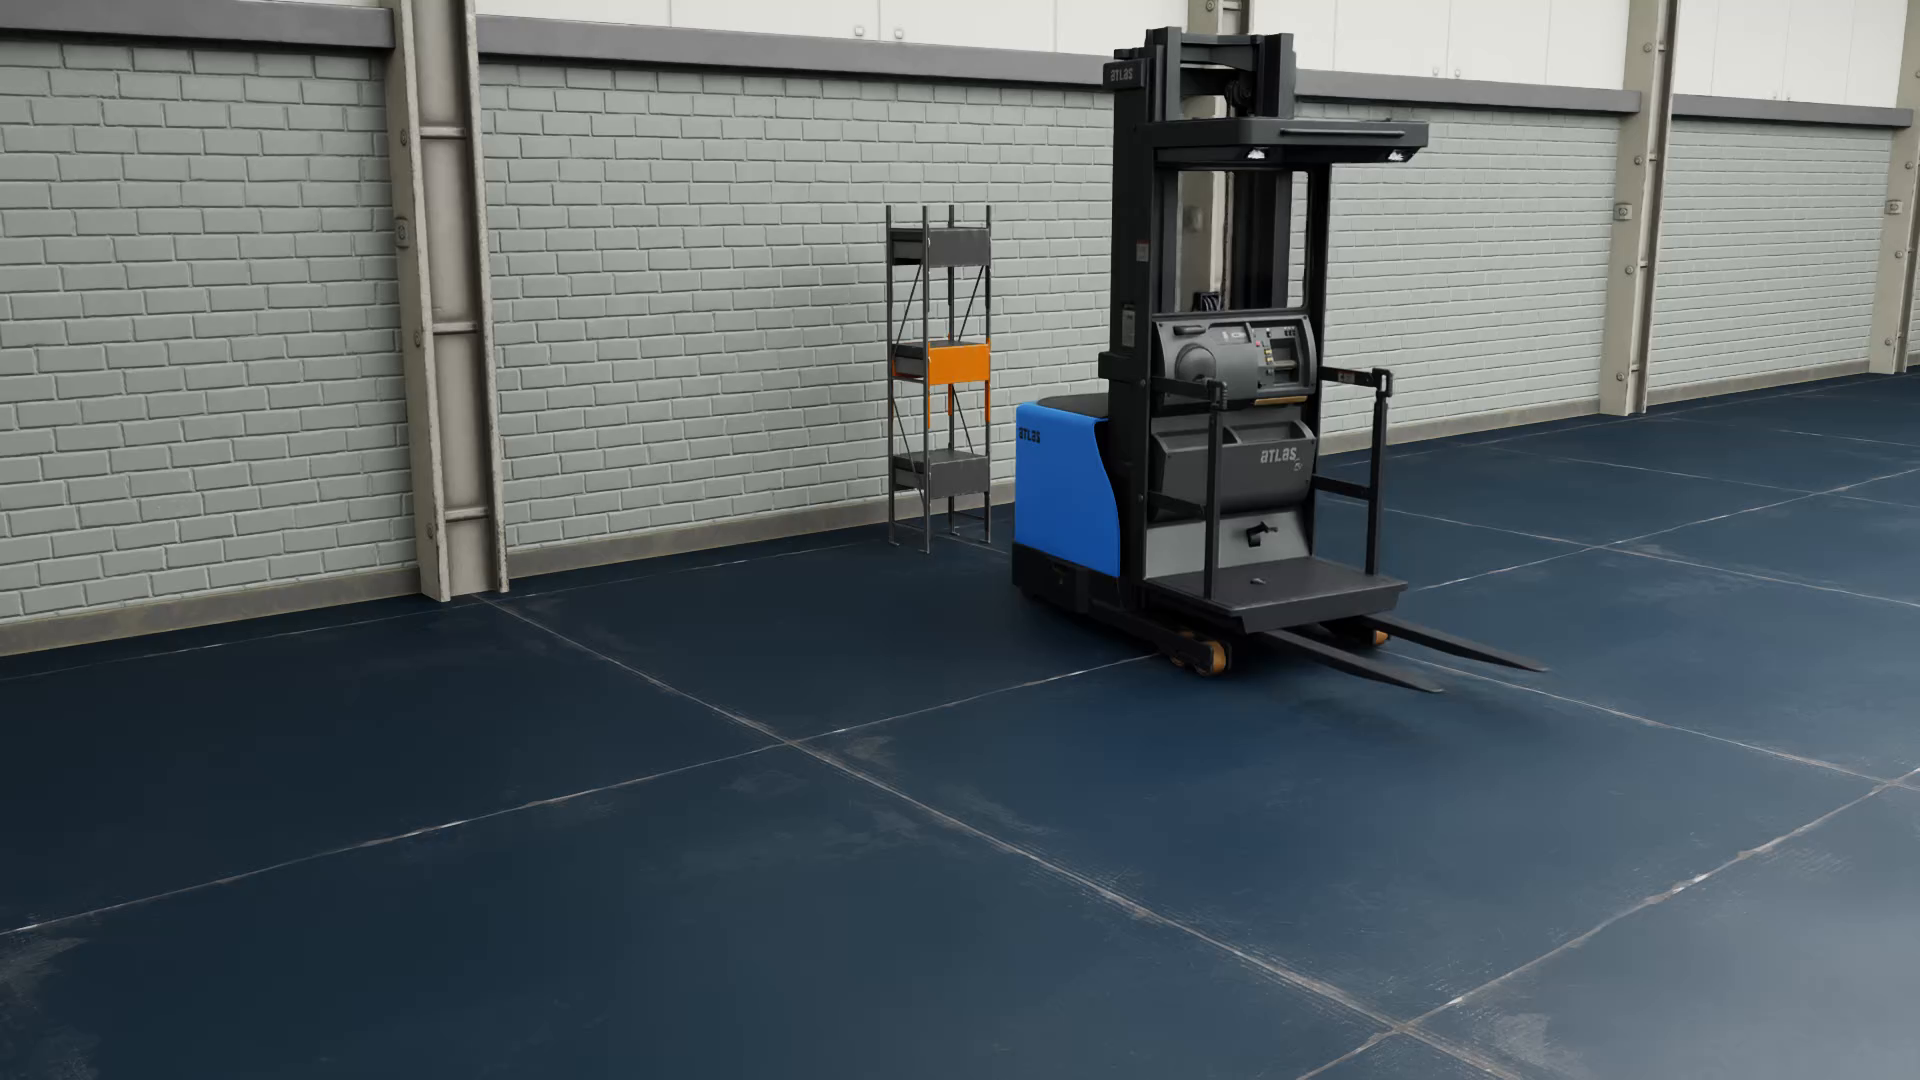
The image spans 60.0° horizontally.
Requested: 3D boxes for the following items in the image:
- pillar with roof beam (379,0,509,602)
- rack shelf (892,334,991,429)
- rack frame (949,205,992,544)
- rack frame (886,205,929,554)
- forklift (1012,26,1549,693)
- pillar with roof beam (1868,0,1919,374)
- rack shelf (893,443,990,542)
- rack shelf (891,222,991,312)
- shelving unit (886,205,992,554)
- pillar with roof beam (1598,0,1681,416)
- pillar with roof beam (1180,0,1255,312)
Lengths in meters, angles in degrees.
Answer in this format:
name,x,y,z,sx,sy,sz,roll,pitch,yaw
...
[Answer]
name,x,y,z,sx,sy,sz,roll,pitch,yaw
pillar with roof beam,-0.076,-3.417,5.057,0.400,9.000,9.100,-9,15,-38
rack shelf,-0.129,-0.992,10.312,0.480,0.518,0.431,-9,15,-38
rack frame,0.061,-1.037,10.459,0.015,2.100,0.400,-9,15,-38
rack frame,-0.320,-0.974,10.160,0.015,2.100,0.400,-9,15,-38
forklift,1.448,-0.912,7.870,1.130,2.935,3.031,-7,14,-29
pillar with roof beam,13.979,-5.753,16.057,0.400,9.000,9.100,-9,15,-38
rack shelf,-0.129,-0.308,10.458,0.480,0.518,0.431,-9,15,-38
rack shelf,-0.129,-1.677,10.167,0.480,0.518,0.431,-9,15,-38
shelving unit,-0.129,-1.006,10.310,0.503,2.100,0.431,-9,15,-38
pillar with roof beam,9.294,-4.974,12.390,0.400,9.000,9.100,-9,15,-38
pillar with roof beam,4.609,-4.196,8.724,0.400,9.000,9.100,-9,15,-38
